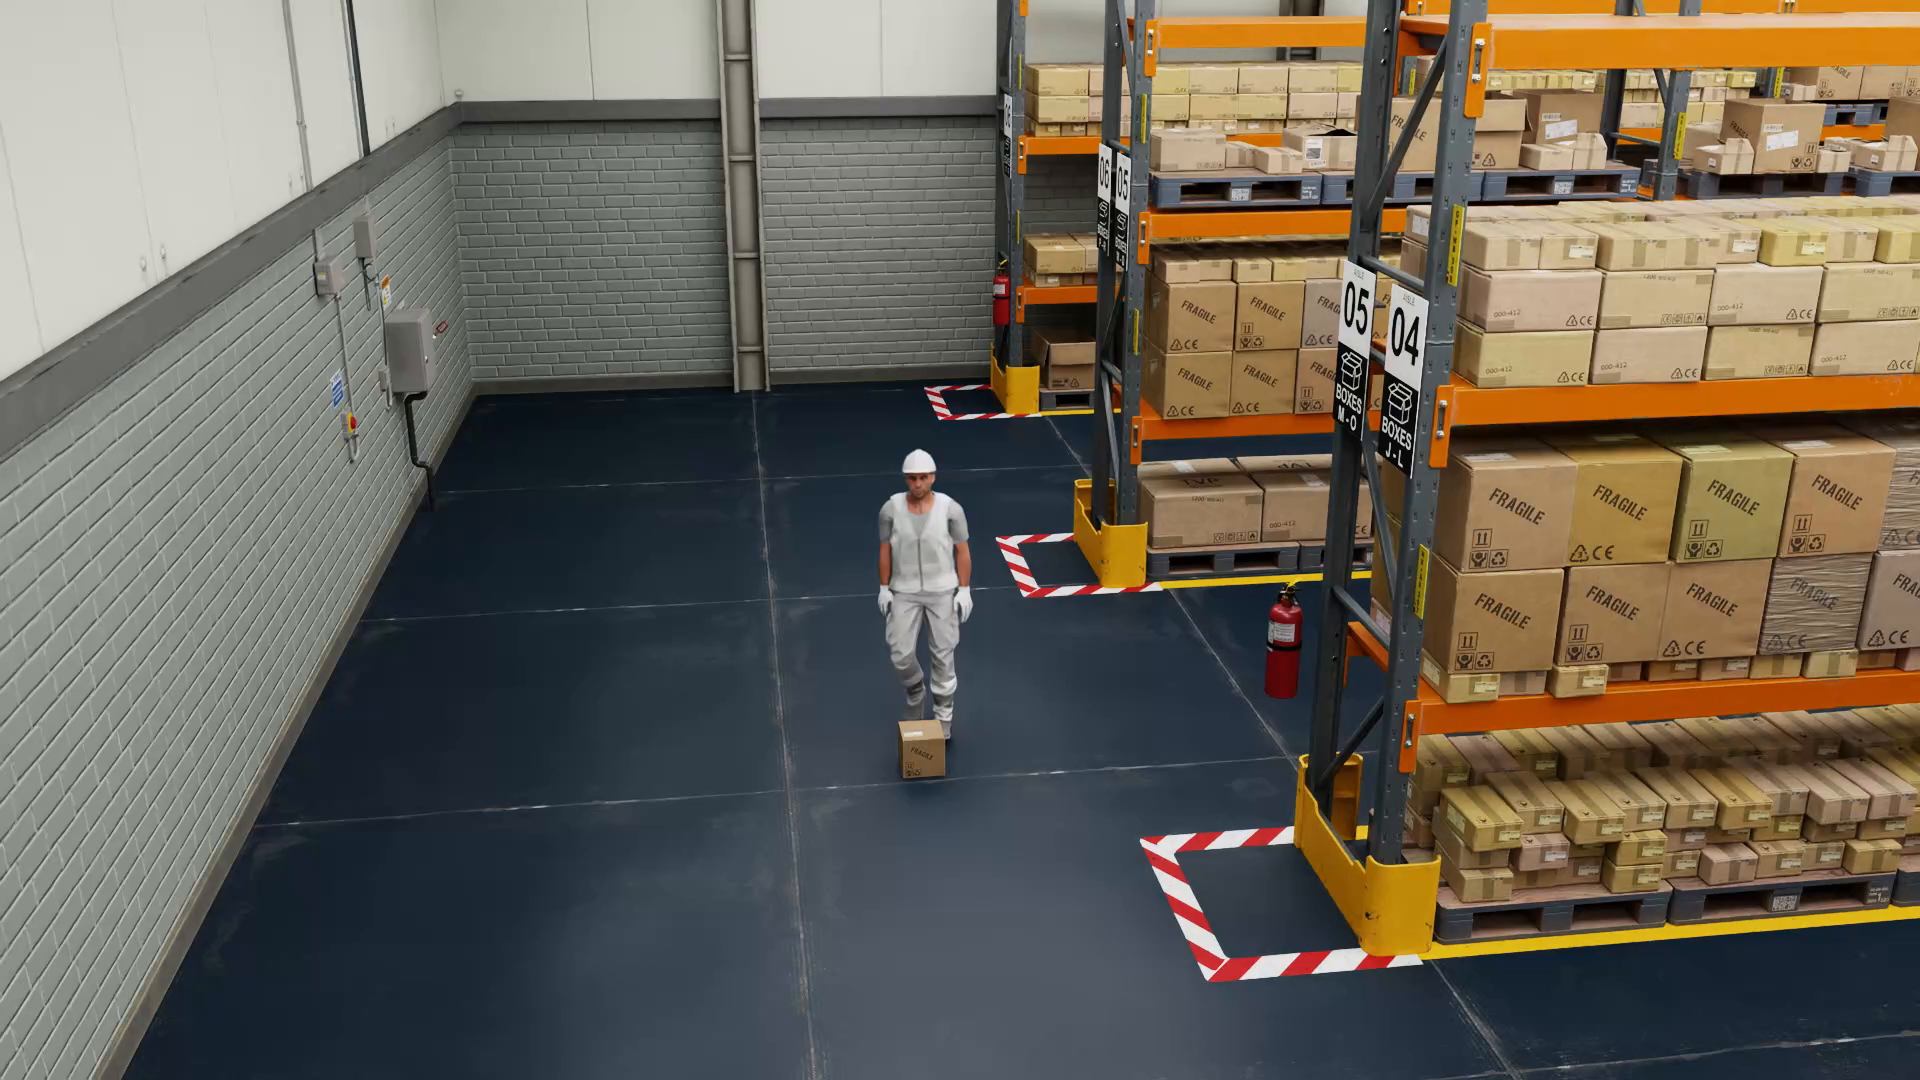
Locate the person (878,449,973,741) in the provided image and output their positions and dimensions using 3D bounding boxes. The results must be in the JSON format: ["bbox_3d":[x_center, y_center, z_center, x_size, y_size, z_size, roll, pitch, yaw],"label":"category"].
[{"bbox_3d":[-0.214,0.347,10.025,0.584,1.787,0.504,1,20,2],"label":"person"}]
